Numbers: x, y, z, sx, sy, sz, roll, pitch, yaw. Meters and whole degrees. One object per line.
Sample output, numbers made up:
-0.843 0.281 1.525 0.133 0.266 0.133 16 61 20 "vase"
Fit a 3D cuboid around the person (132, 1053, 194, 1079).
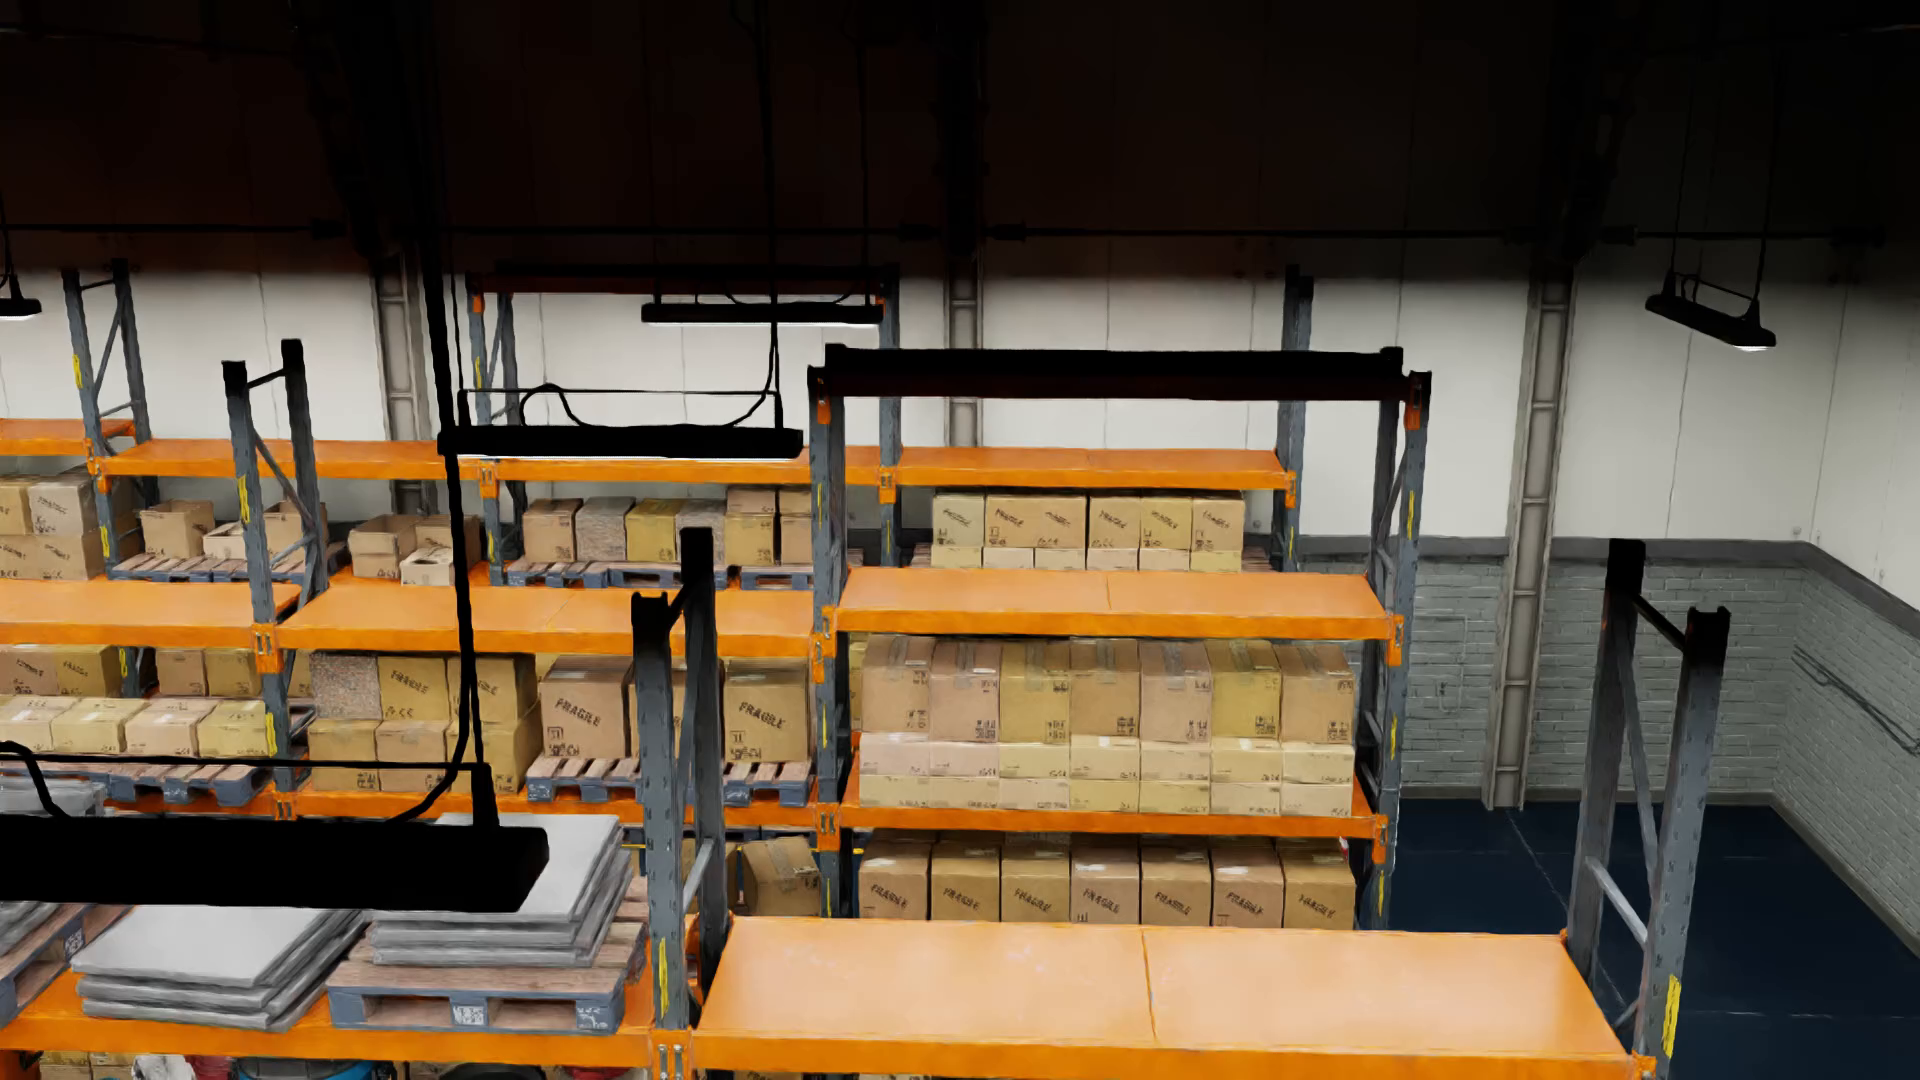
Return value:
-5.624 3.982 11.808 1.115 1.698 0.543 1 16 5 "person"
